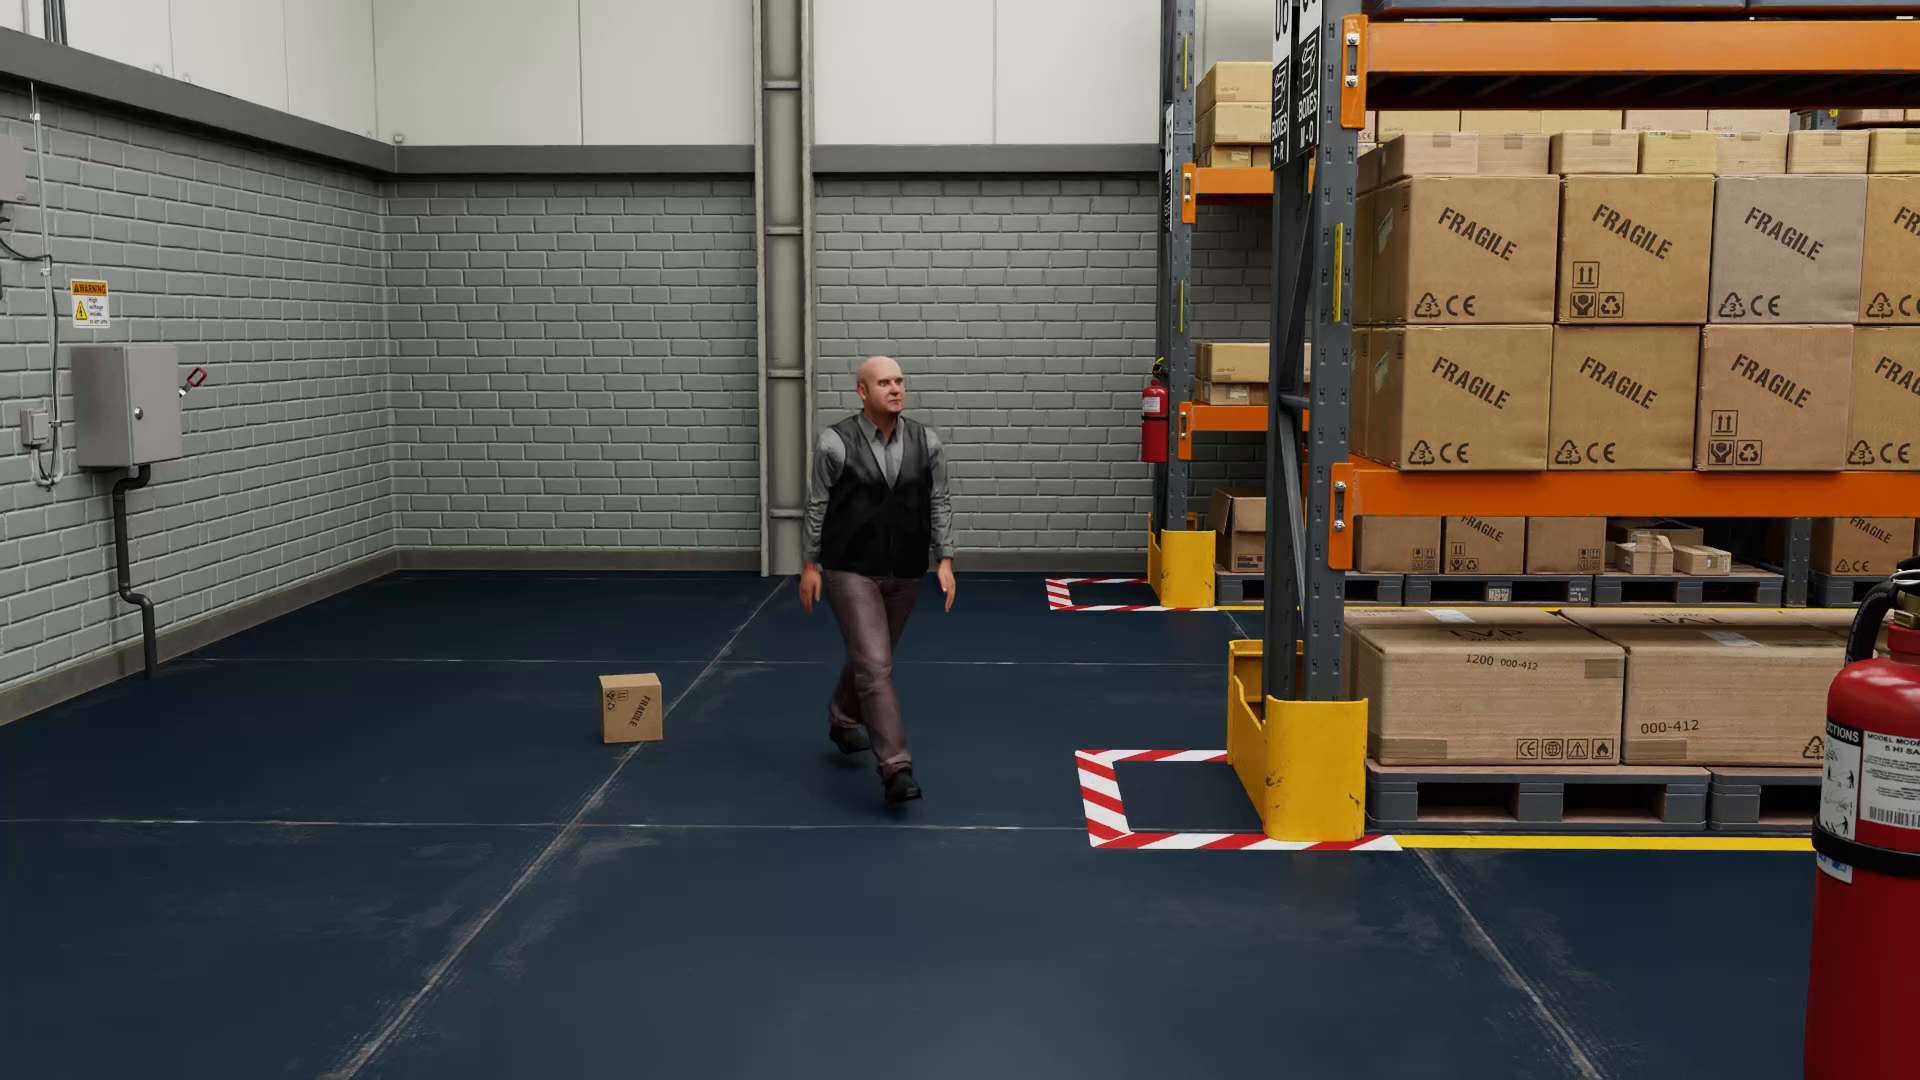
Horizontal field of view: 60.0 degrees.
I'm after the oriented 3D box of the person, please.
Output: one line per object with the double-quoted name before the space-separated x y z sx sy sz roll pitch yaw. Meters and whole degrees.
"person" -0.303 0.121 6.486 0.559 1.667 1.064 -4 8 -28
